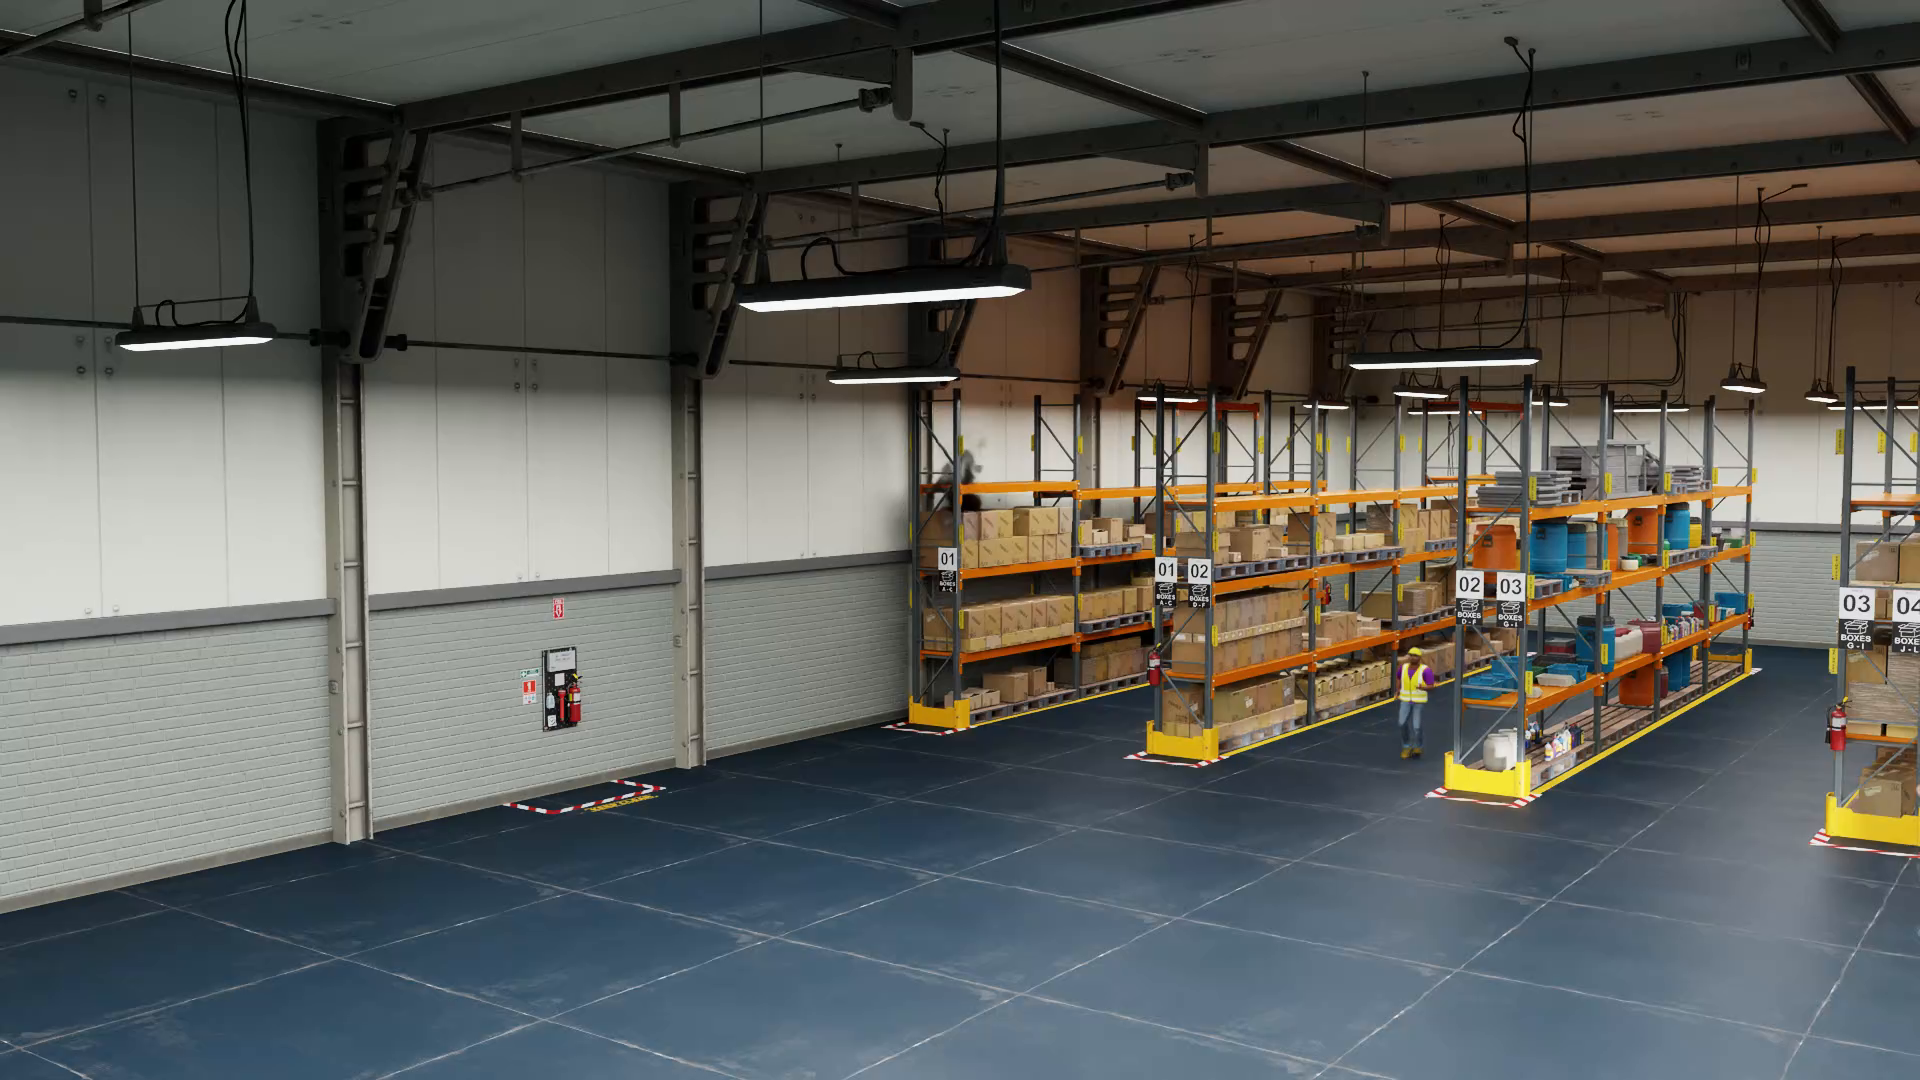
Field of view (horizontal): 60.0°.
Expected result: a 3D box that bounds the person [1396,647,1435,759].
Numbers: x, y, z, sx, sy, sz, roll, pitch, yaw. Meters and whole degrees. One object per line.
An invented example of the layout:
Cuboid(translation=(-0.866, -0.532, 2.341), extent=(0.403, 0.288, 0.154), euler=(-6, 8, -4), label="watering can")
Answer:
Cuboid(translation=(7.226, 2.615, 26.560), extent=(0.675, 1.805, 0.689), euler=(2, 4, 29), label="person")
